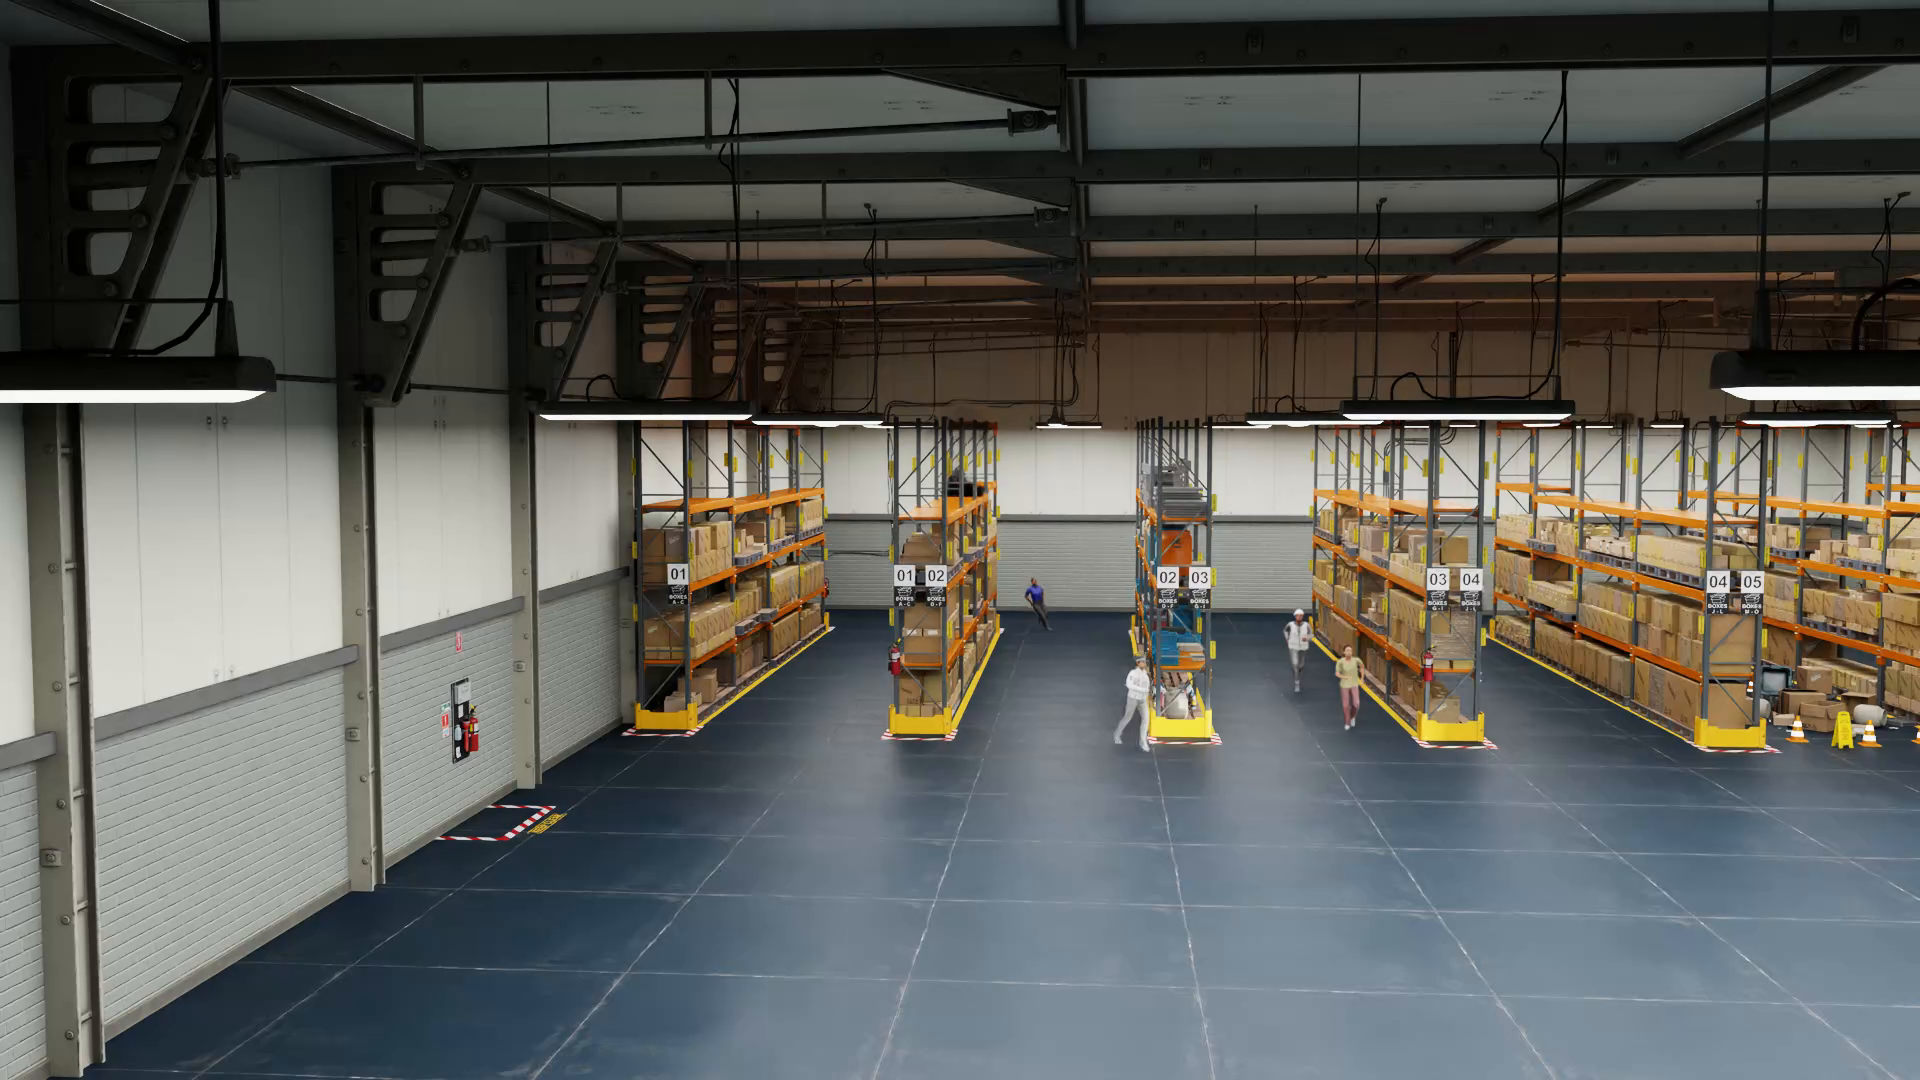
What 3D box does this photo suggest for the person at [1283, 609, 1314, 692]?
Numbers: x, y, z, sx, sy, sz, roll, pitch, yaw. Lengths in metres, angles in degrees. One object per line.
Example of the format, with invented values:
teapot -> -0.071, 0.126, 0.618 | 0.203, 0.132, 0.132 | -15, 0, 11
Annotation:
person -> 7.548, 2.432, 37.000 | 0.623, 1.805, 1.077 | 0, 4, -2

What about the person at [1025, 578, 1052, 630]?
person -> 2.229, 1.833, 47.817 | 0.712, 1.529, 0.577 | -2, 4, -30

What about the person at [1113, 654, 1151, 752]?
person -> 3.207, 2.915, 30.147 | 0.643, 1.704, 0.875 | -3, 5, -40

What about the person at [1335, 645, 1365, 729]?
person -> 7.475, 2.822, 31.832 | 0.577, 1.645, 0.604 | 0, 4, 6
